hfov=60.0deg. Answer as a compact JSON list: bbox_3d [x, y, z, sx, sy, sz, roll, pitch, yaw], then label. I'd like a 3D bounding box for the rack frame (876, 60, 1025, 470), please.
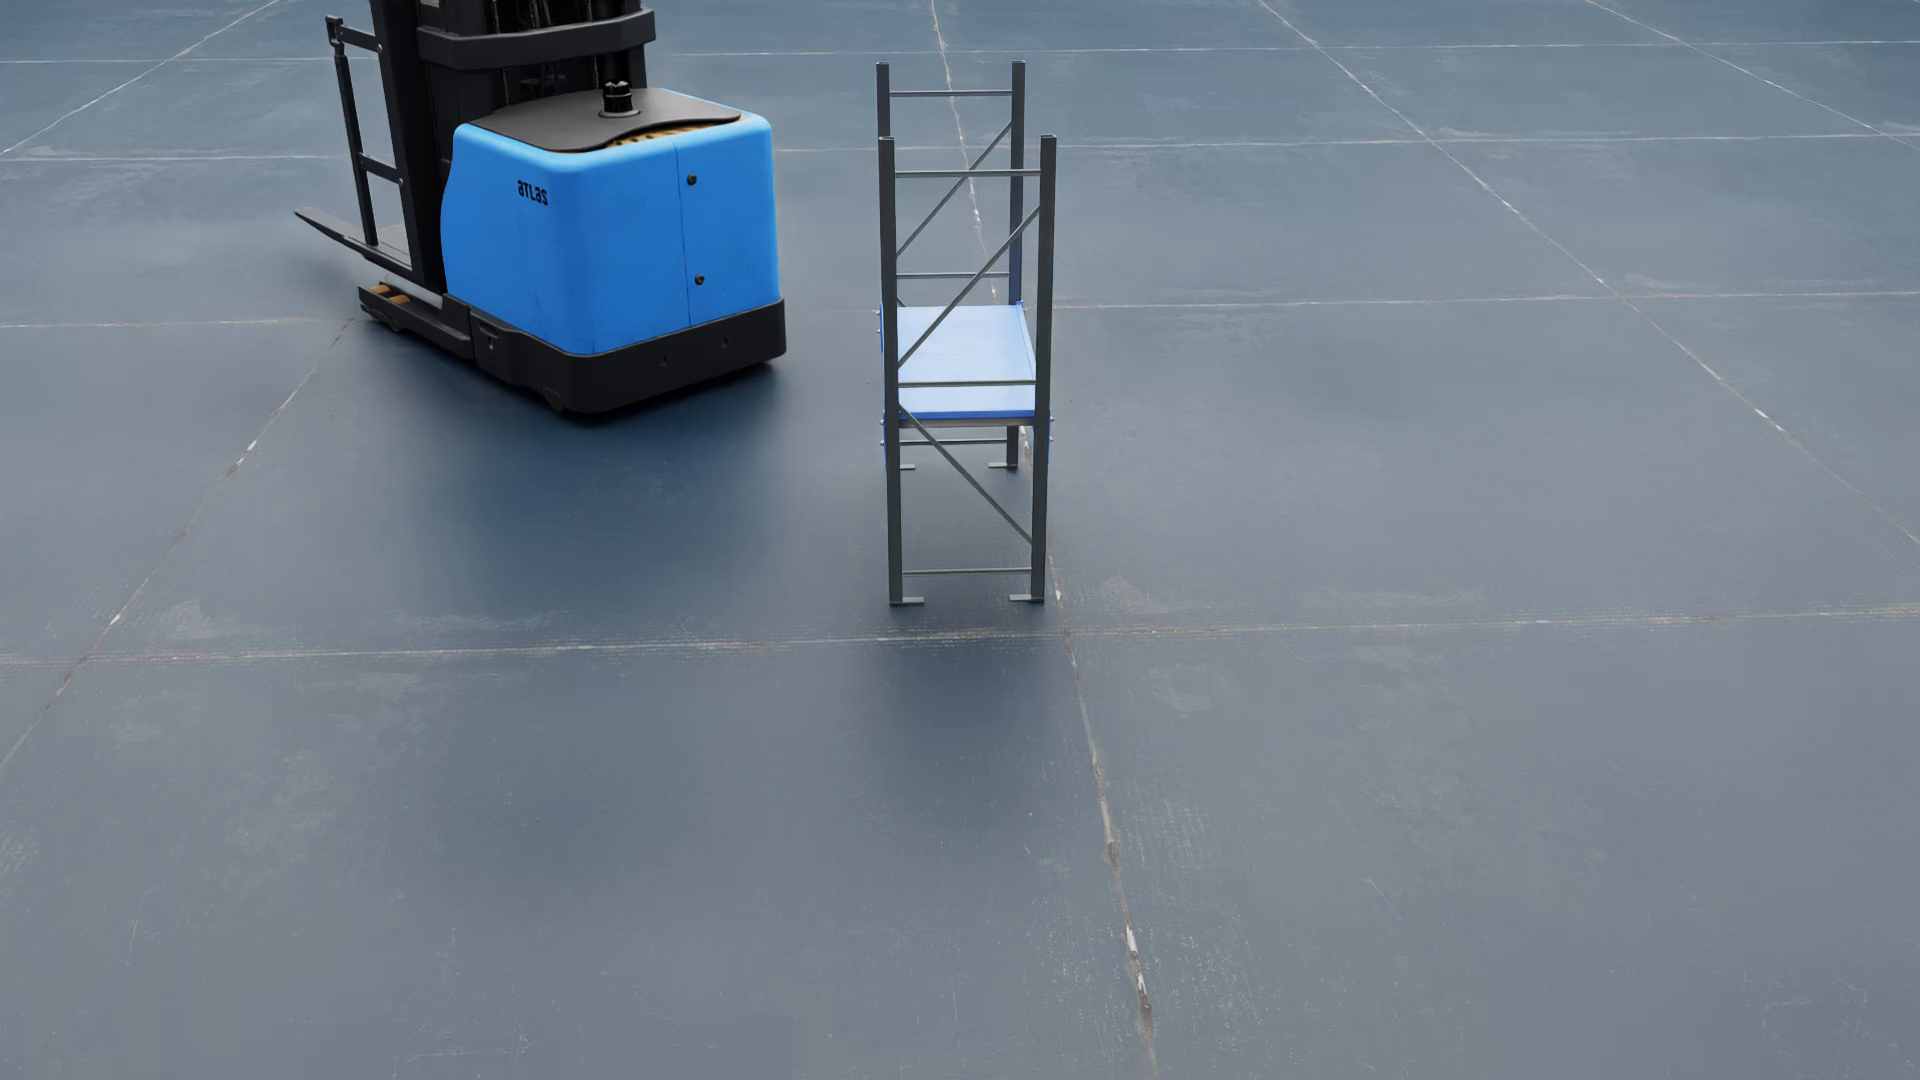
[{"bbox_3d":[-0.031,-0.939,5.929,0.500,1.500,0.032,-1,28,-3],"label":"rack frame"}]

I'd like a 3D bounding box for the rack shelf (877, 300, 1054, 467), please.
[{"bbox_3d":[-0.004,-0.545,5.562,0.538,0.185,1.000,-1,28,-3],"label":"rack shelf"}]

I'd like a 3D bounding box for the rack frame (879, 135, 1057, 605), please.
[{"bbox_3d":[0.022,-0.470,5.029,0.500,1.500,0.032,-1,28,-3],"label":"rack frame"}]

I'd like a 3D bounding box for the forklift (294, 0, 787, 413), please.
[{"bbox_3d":[-2.124,-2.389,7.161,1.130,2.935,3.031,-24,36,-38],"label":"forklift"}]

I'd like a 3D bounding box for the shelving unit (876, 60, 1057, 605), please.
[{"bbox_3d":[-0.004,-0.704,5.479,0.538,1.500,1.048,-1,28,-3],"label":"shelving unit"}]
